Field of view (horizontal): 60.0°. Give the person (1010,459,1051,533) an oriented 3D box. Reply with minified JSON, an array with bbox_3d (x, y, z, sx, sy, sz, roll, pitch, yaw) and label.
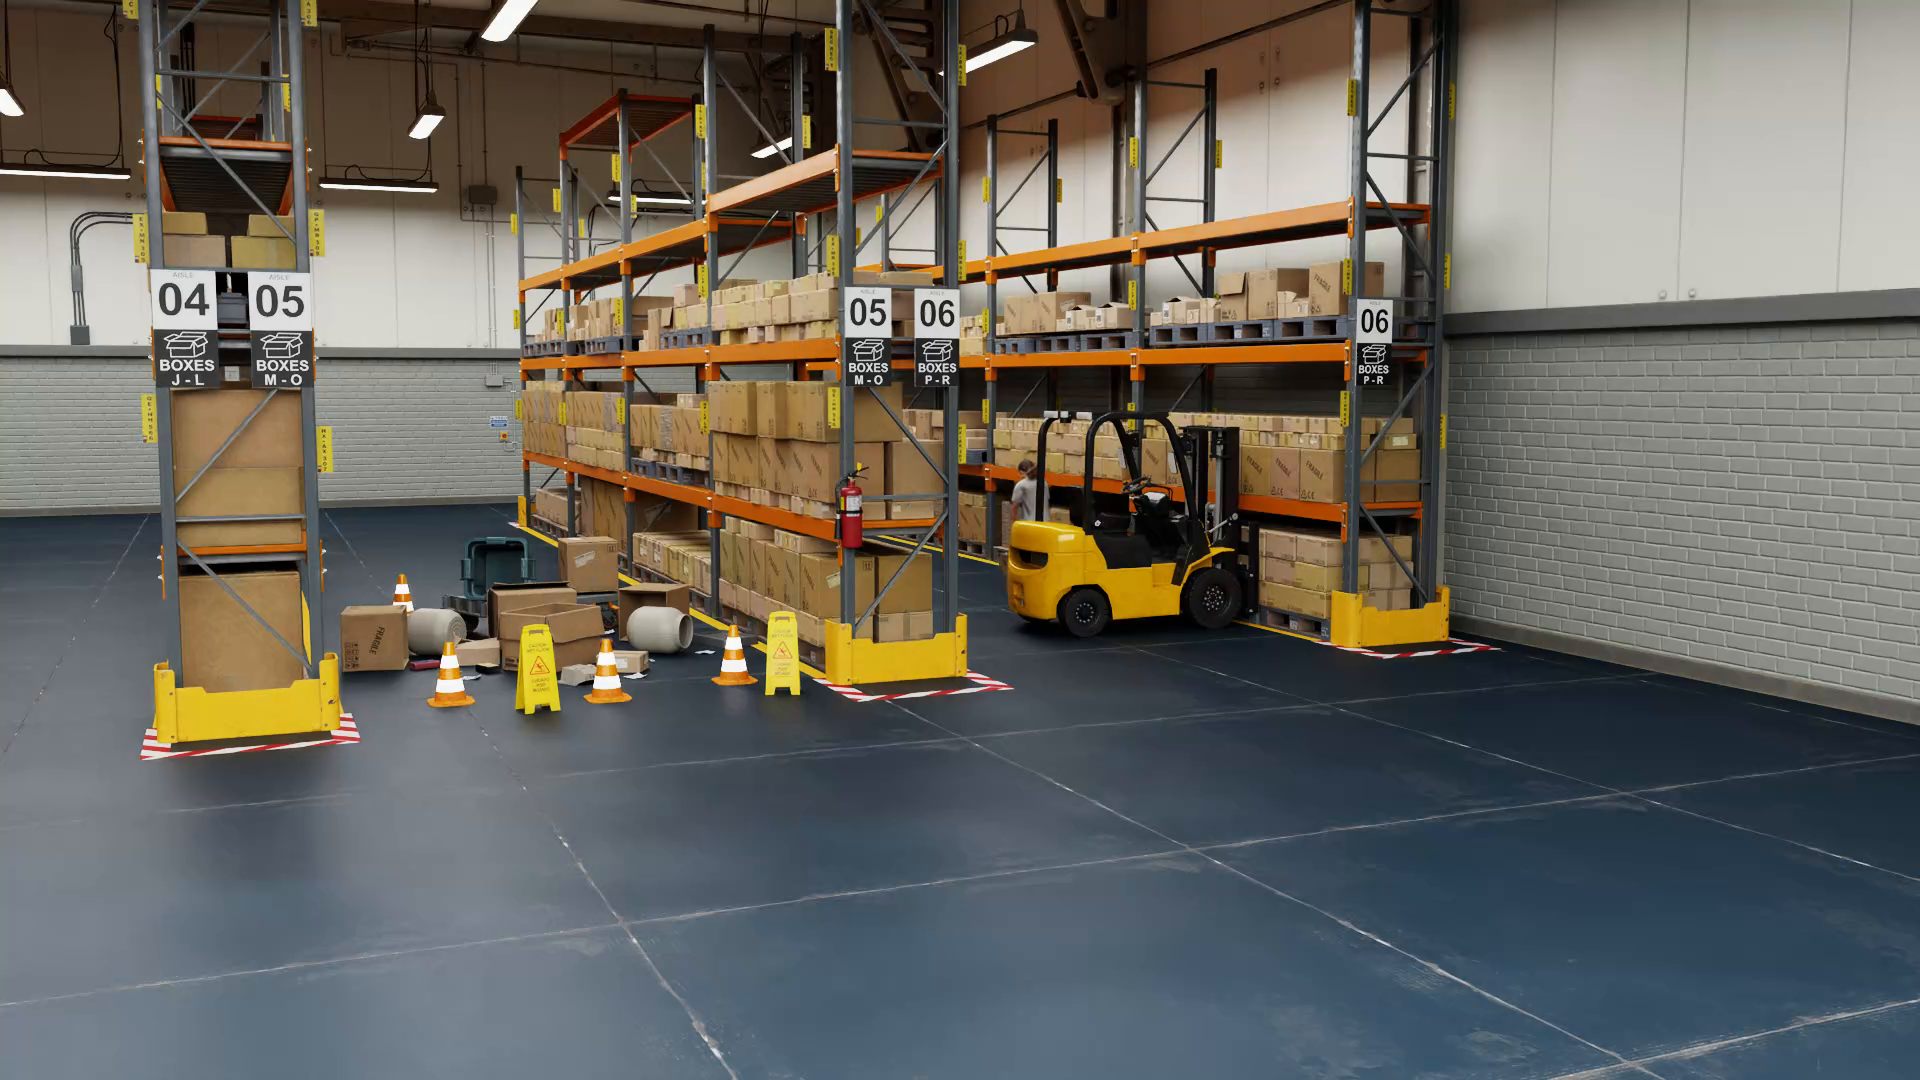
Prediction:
[{"bbox_3d":[0.800,-0.127,18.882,0.475,1.573,0.467,-2,6,-22],"label":"person"}]
